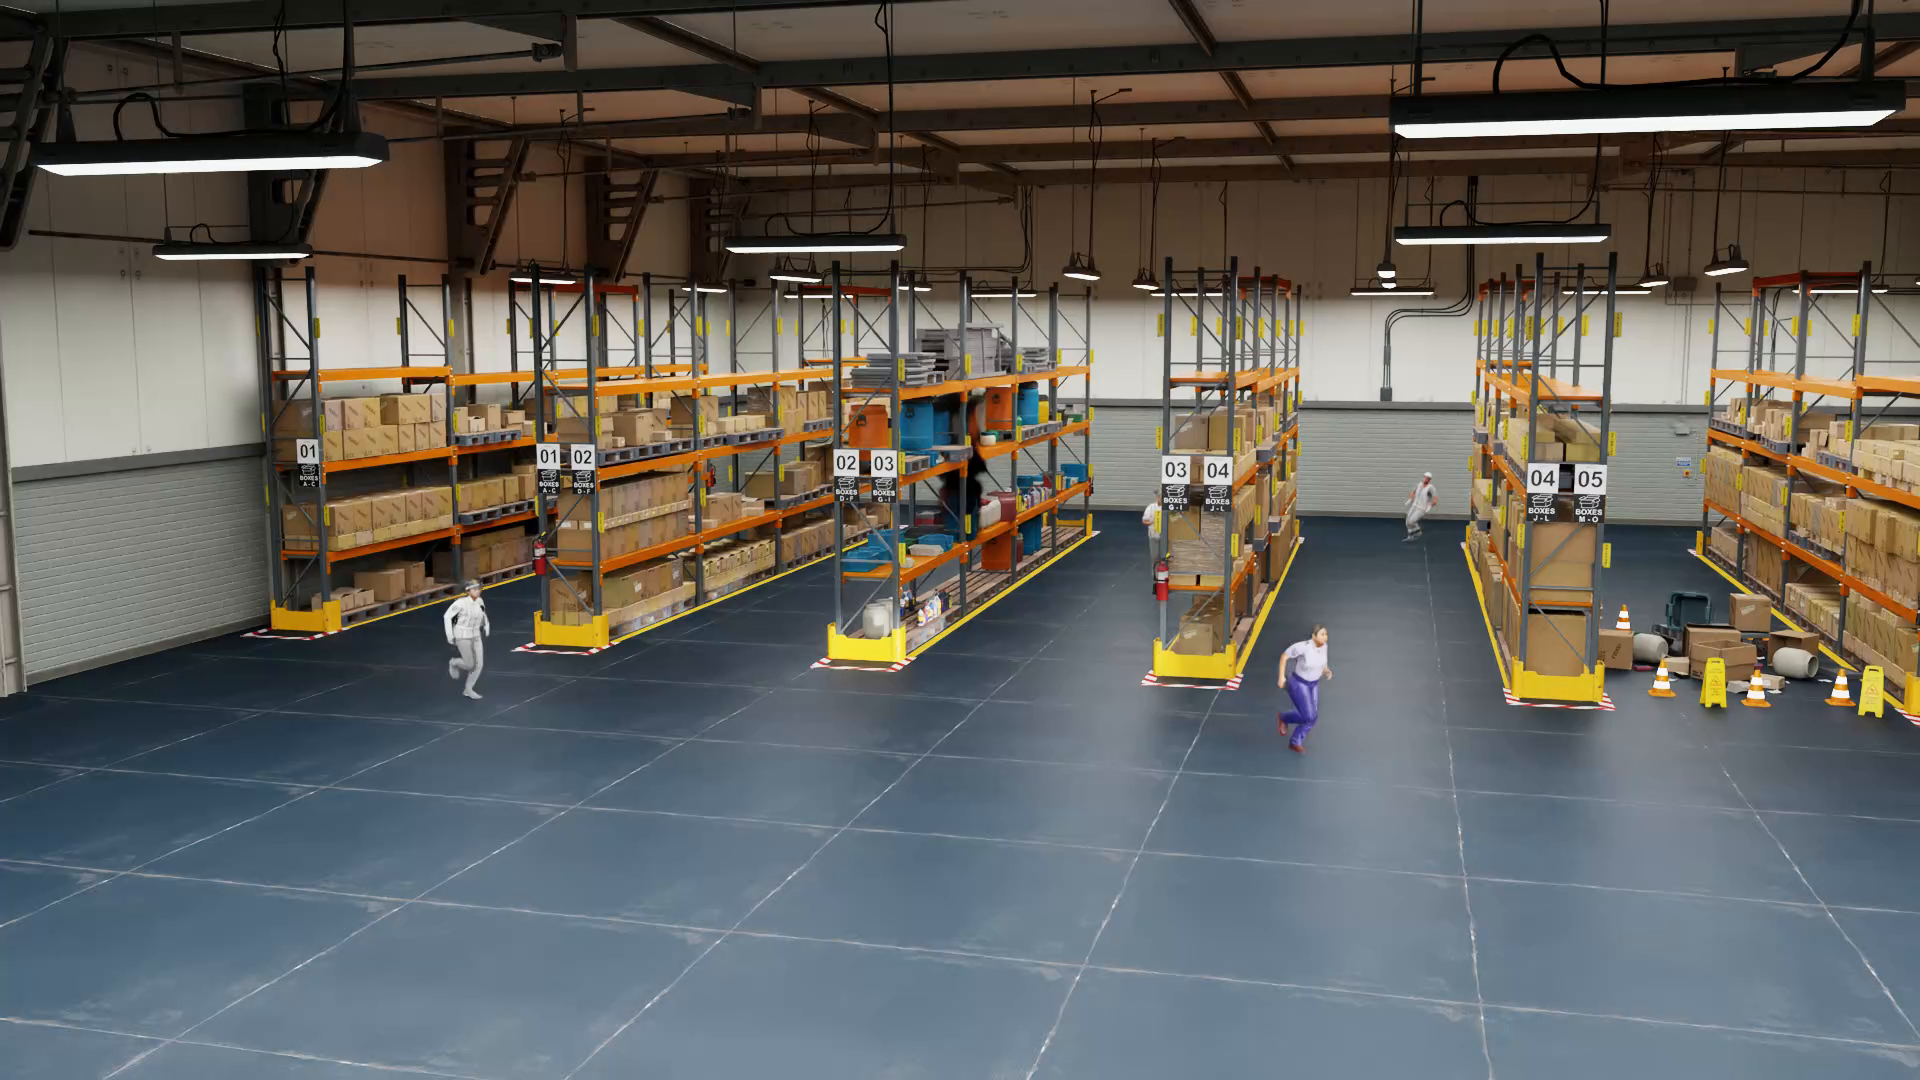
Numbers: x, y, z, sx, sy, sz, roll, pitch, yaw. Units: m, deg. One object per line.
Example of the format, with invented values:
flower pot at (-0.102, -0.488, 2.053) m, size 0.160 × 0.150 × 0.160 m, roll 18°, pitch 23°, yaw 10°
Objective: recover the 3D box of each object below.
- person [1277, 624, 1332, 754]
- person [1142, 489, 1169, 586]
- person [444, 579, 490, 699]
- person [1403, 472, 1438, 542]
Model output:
person at (4.088, 1.755, 19.683) m, size 0.596 × 1.582 × 0.690 m, roll -6°, pitch 9°, yaw -40°
person at (3.657, -0.035, 30.387) m, size 0.654 × 1.827 × 0.856 m, roll 1°, pitch 7°, yaw 5°
person at (-6.735, 1.337, 22.719) m, size 0.659 × 1.653 × 0.650 m, roll 5°, pitch 9°, yaw 36°
person at (10.715, -0.752, 38.900) m, size 0.598 × 1.665 × 0.741 m, roll -3°, pitch 8°, yaw -20°
